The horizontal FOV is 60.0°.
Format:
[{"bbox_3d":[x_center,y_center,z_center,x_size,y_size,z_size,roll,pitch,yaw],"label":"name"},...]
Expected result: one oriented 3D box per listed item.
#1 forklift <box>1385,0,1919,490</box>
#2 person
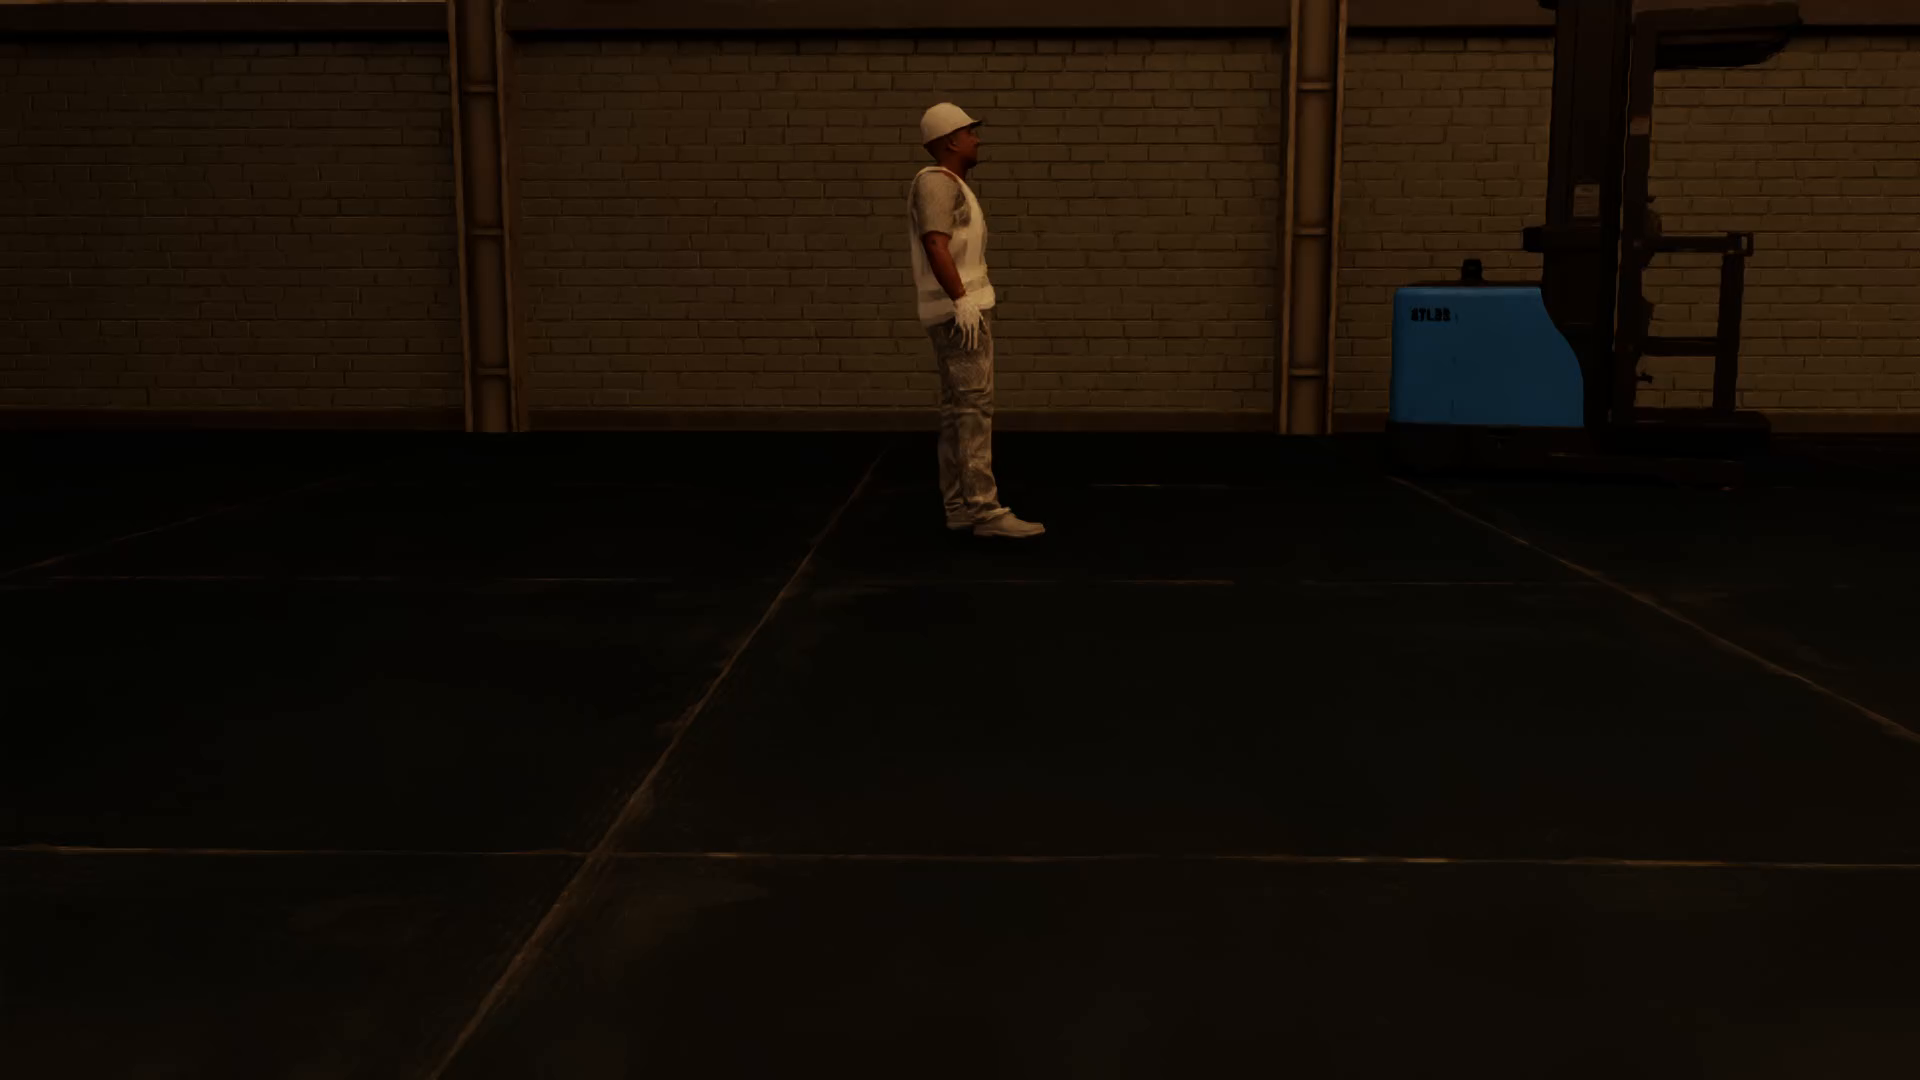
[{"bbox_3d":[4.017,-1.804,9.230,3.031,2.935,1.130,3,9,21],"label":"forklift"},{"bbox_3d":[0.072,-0.926,6.976,0.576,1.782,0.655,0,9,1],"label":"person"}]
